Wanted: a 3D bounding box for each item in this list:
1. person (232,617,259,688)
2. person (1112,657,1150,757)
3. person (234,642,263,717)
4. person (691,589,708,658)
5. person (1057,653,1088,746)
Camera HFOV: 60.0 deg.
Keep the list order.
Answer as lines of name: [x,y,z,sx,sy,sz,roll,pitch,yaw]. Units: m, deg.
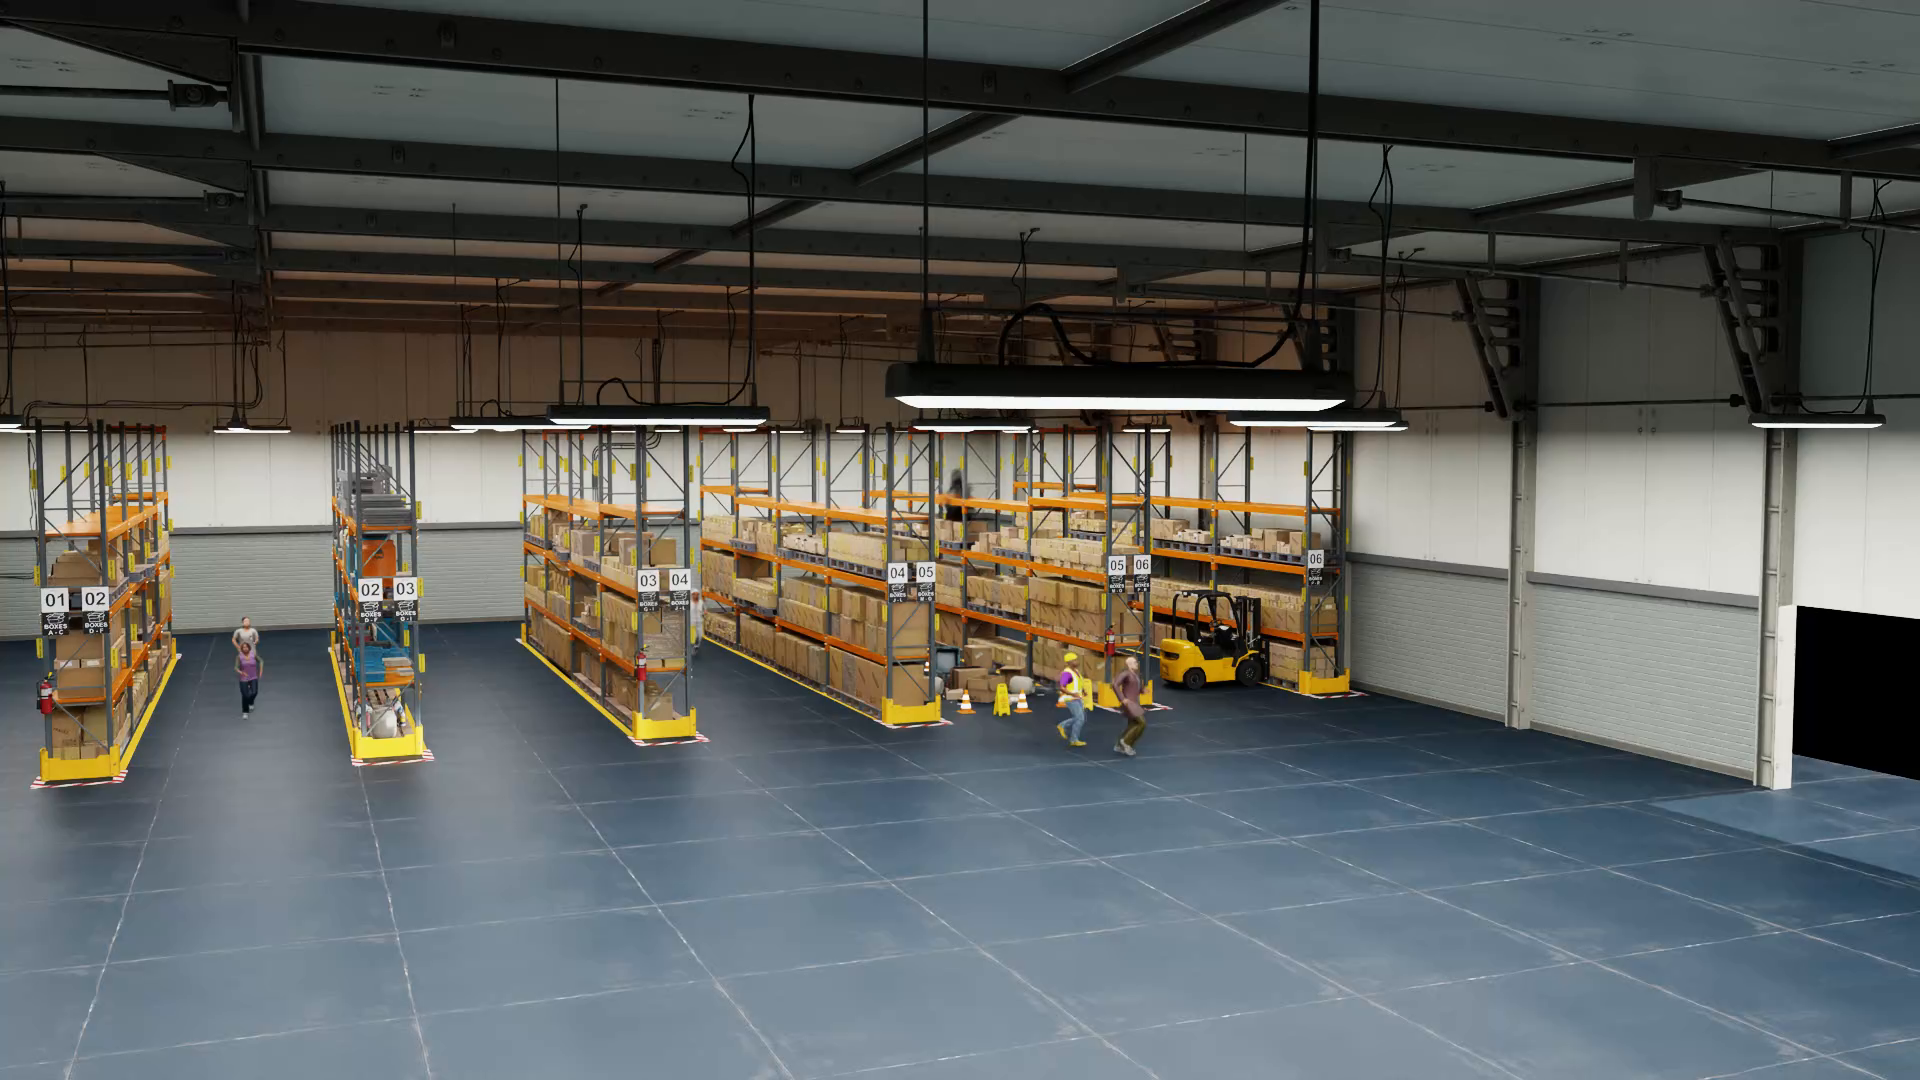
person: [-16.090,2.547,37.516,0.552,1.629,0.568,-2,4,-30]
person: [3.072,2.980,29.755,0.649,1.776,0.770,2,4,26]
person: [-14.388,2.837,33.650,0.561,1.554,0.699,-2,4,-27]
person: [-6.807,2.151,42.867,0.646,1.775,0.684,-1,4,-22]
person: [2.047,2.941,30.743,0.610,1.718,0.698,2,4,23]
